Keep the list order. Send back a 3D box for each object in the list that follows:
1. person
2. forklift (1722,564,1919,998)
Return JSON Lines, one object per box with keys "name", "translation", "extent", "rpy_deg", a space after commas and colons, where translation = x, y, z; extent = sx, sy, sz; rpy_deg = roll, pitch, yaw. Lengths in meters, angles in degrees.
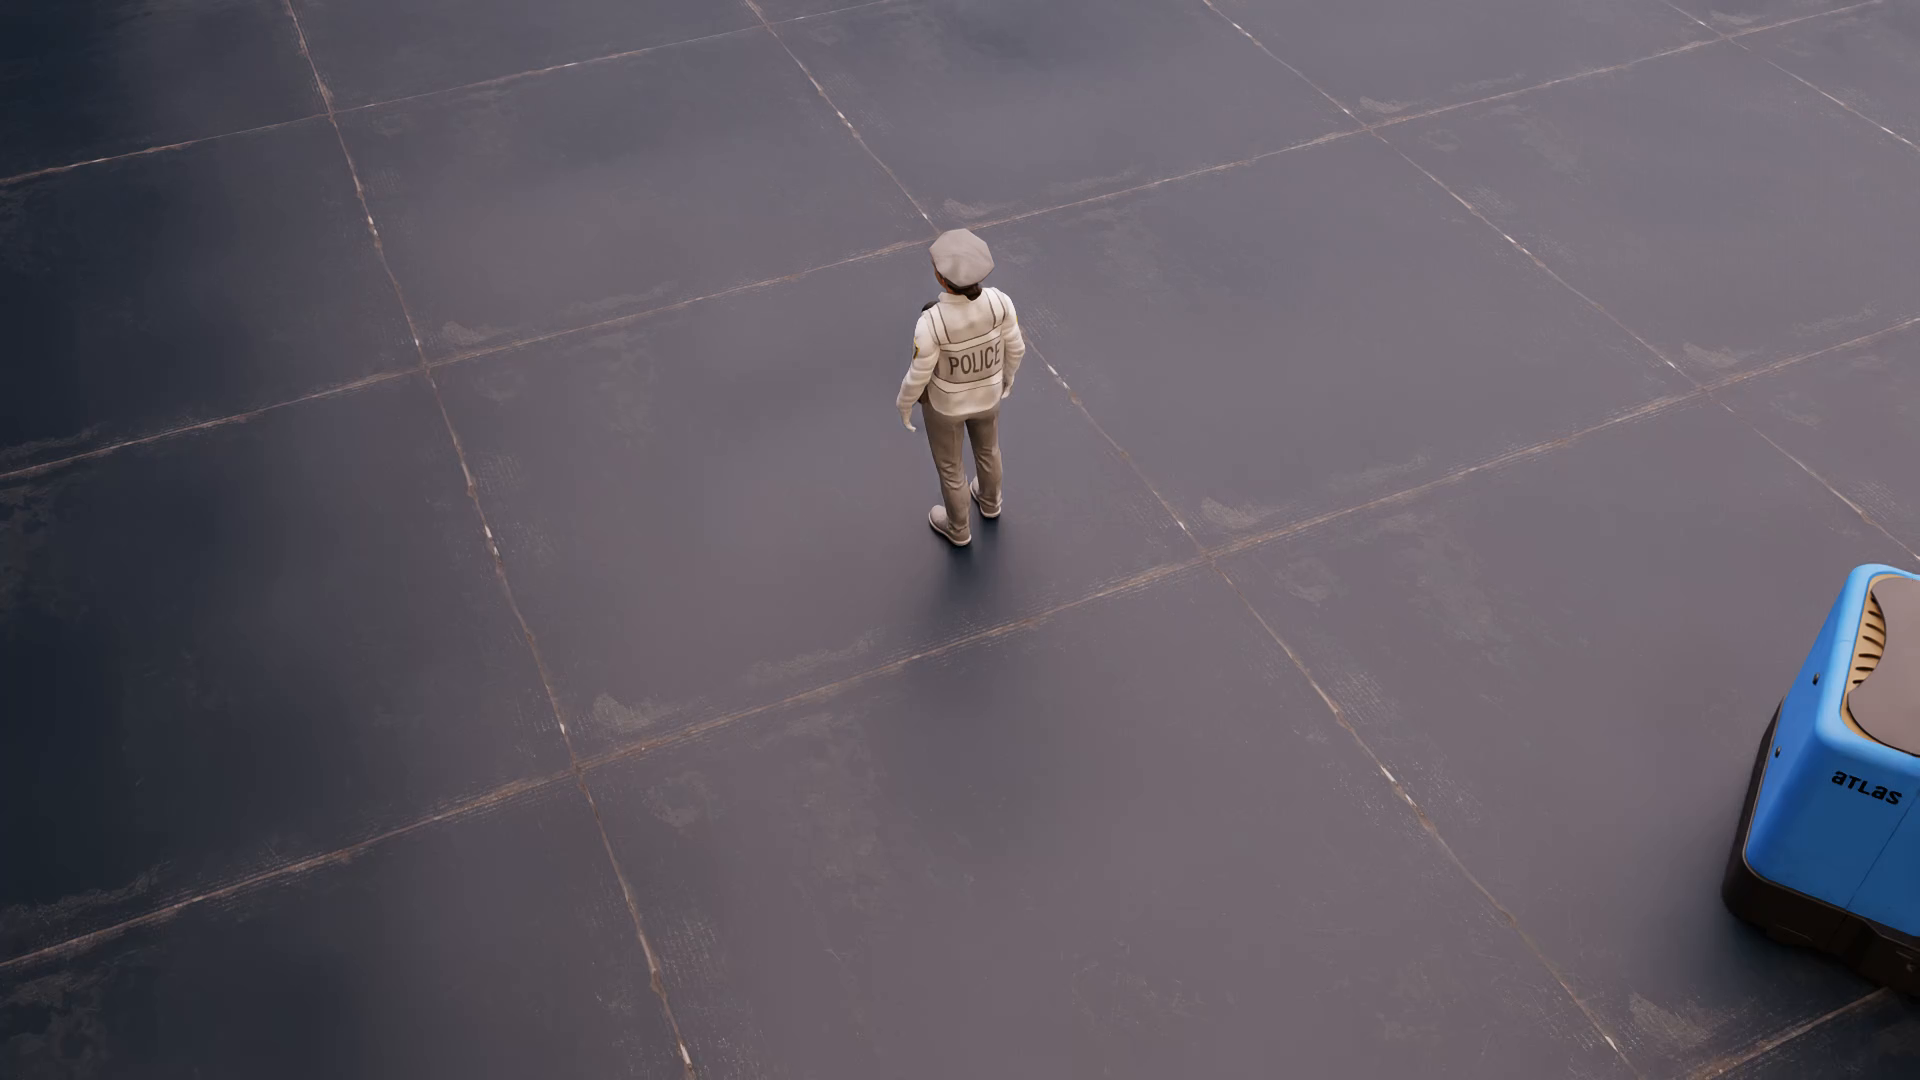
{"name": "person", "translation": [-0.022, -0.669, 7.293], "extent": [0.586, 1.694, 0.530], "rpy_deg": [-18, 46, -18]}
{"name": "forklift", "translation": [4.418, 0.556, 5.085], "extent": [3.031, 2.935, 1.130], "rpy_deg": [21, 47, 21]}
